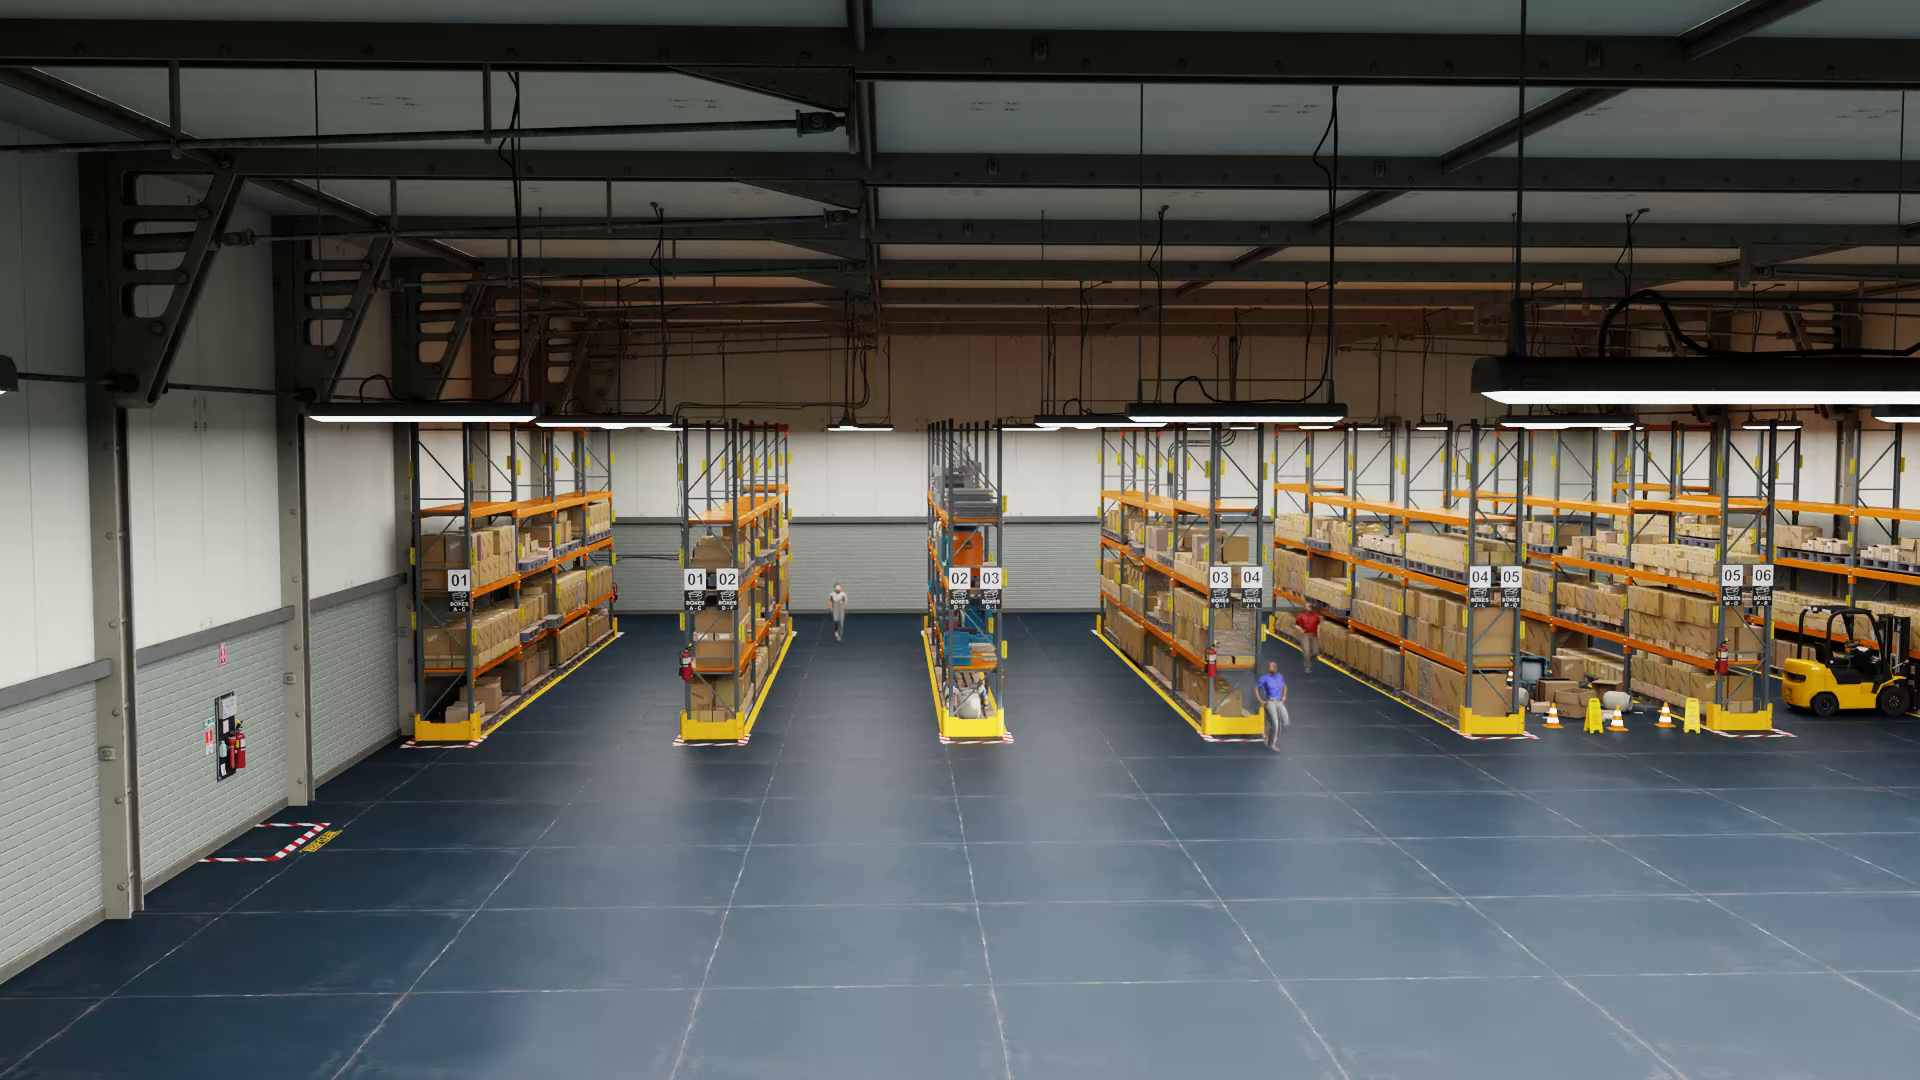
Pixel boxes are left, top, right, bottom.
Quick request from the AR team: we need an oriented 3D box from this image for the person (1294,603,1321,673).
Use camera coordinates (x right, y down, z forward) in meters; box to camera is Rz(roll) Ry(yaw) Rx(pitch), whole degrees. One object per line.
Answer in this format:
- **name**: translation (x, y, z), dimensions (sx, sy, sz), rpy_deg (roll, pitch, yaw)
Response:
- **person**: translation (8.349, 2.336, 39.765), dimensions (0.659, 1.674, 0.581), rpy_deg (0, 4, -6)

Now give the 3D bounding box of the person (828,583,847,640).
- **person**: translation (-3.350, 1.977, 45.598), dimensions (0.497, 1.597, 0.774), rpy_deg (-1, 4, -14)

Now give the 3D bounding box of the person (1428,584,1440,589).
- **person**: translation (14.142, 1.712, 49.355), dimensions (0.885, 1.788, 0.697), rpy_deg (0, 4, 6)

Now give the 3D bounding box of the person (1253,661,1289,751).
- **person**: translation (5.681, 3.013, 30.102), dimensions (0.688, 1.621, 0.470), rpy_deg (-3, 4, -35)
